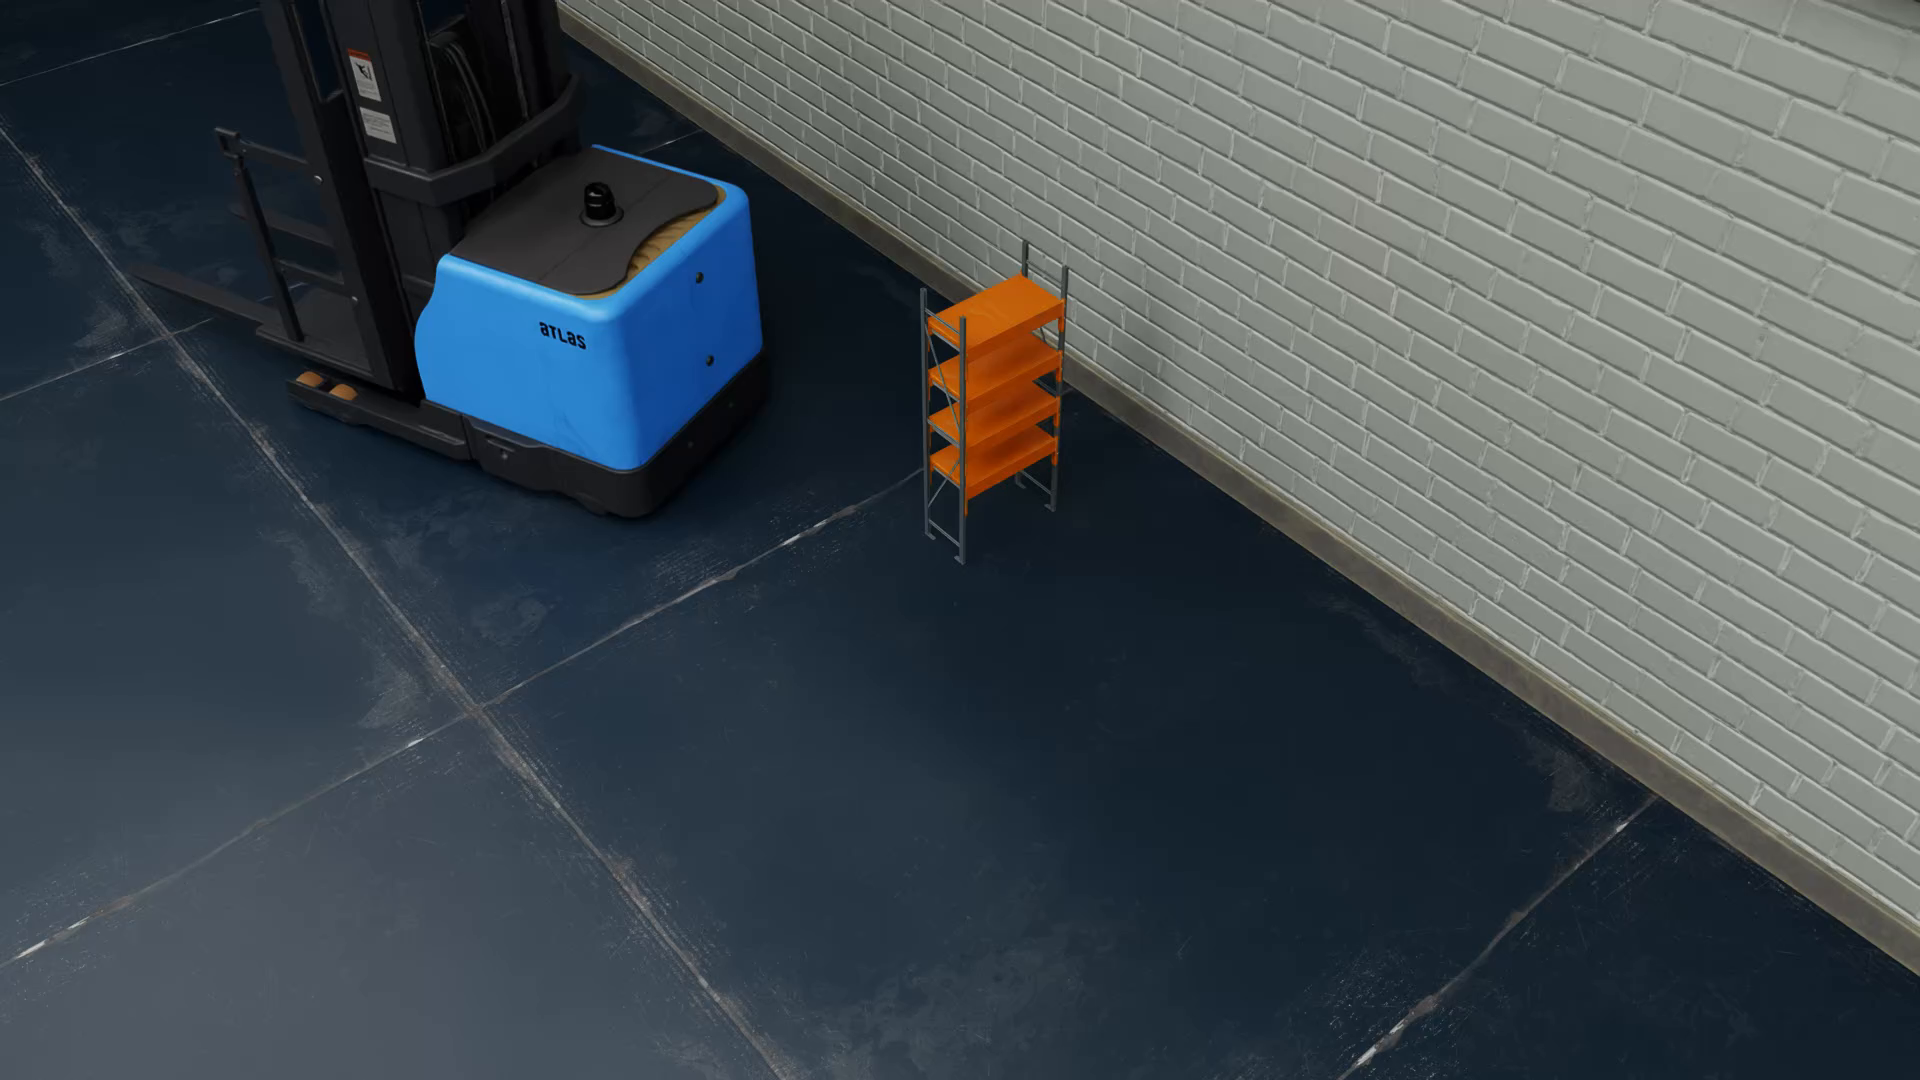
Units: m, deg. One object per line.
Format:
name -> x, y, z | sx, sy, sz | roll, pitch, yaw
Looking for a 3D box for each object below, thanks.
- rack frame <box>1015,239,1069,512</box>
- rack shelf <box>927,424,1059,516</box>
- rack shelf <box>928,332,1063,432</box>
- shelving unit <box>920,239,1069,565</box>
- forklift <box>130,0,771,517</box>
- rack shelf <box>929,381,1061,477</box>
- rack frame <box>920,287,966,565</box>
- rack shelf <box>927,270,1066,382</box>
rack frame -> 0.314, -0.617, 6.531 | 0.015, 1.200, 0.240 | -30, 51, -28
rack shelf -> 0.127, -0.316, 6.599 | 0.480, 0.148, 0.258 | -30, 51, -28
rack shelf -> 0.127, -0.624, 6.310 | 0.480, 0.148, 0.258 | -30, 51, -28
shelving unit -> 0.127, -0.510, 6.417 | 0.503, 1.200, 0.258 | -30, 51, -28
forklift -> -2.384, -1.883, 6.614 | 3.031, 2.935, 1.130 | 20, 47, 20
rack shelf -> 0.127, -0.461, 6.463 | 0.480, 0.148, 0.258 | -30, 51, -28
rack frame -> -0.060, -0.403, 6.303 | 0.015, 1.200, 0.240 | -30, 51, -28
rack shelf -> 0.127, -0.796, 6.148 | 0.480, 0.148, 0.258 | -30, 51, -28
